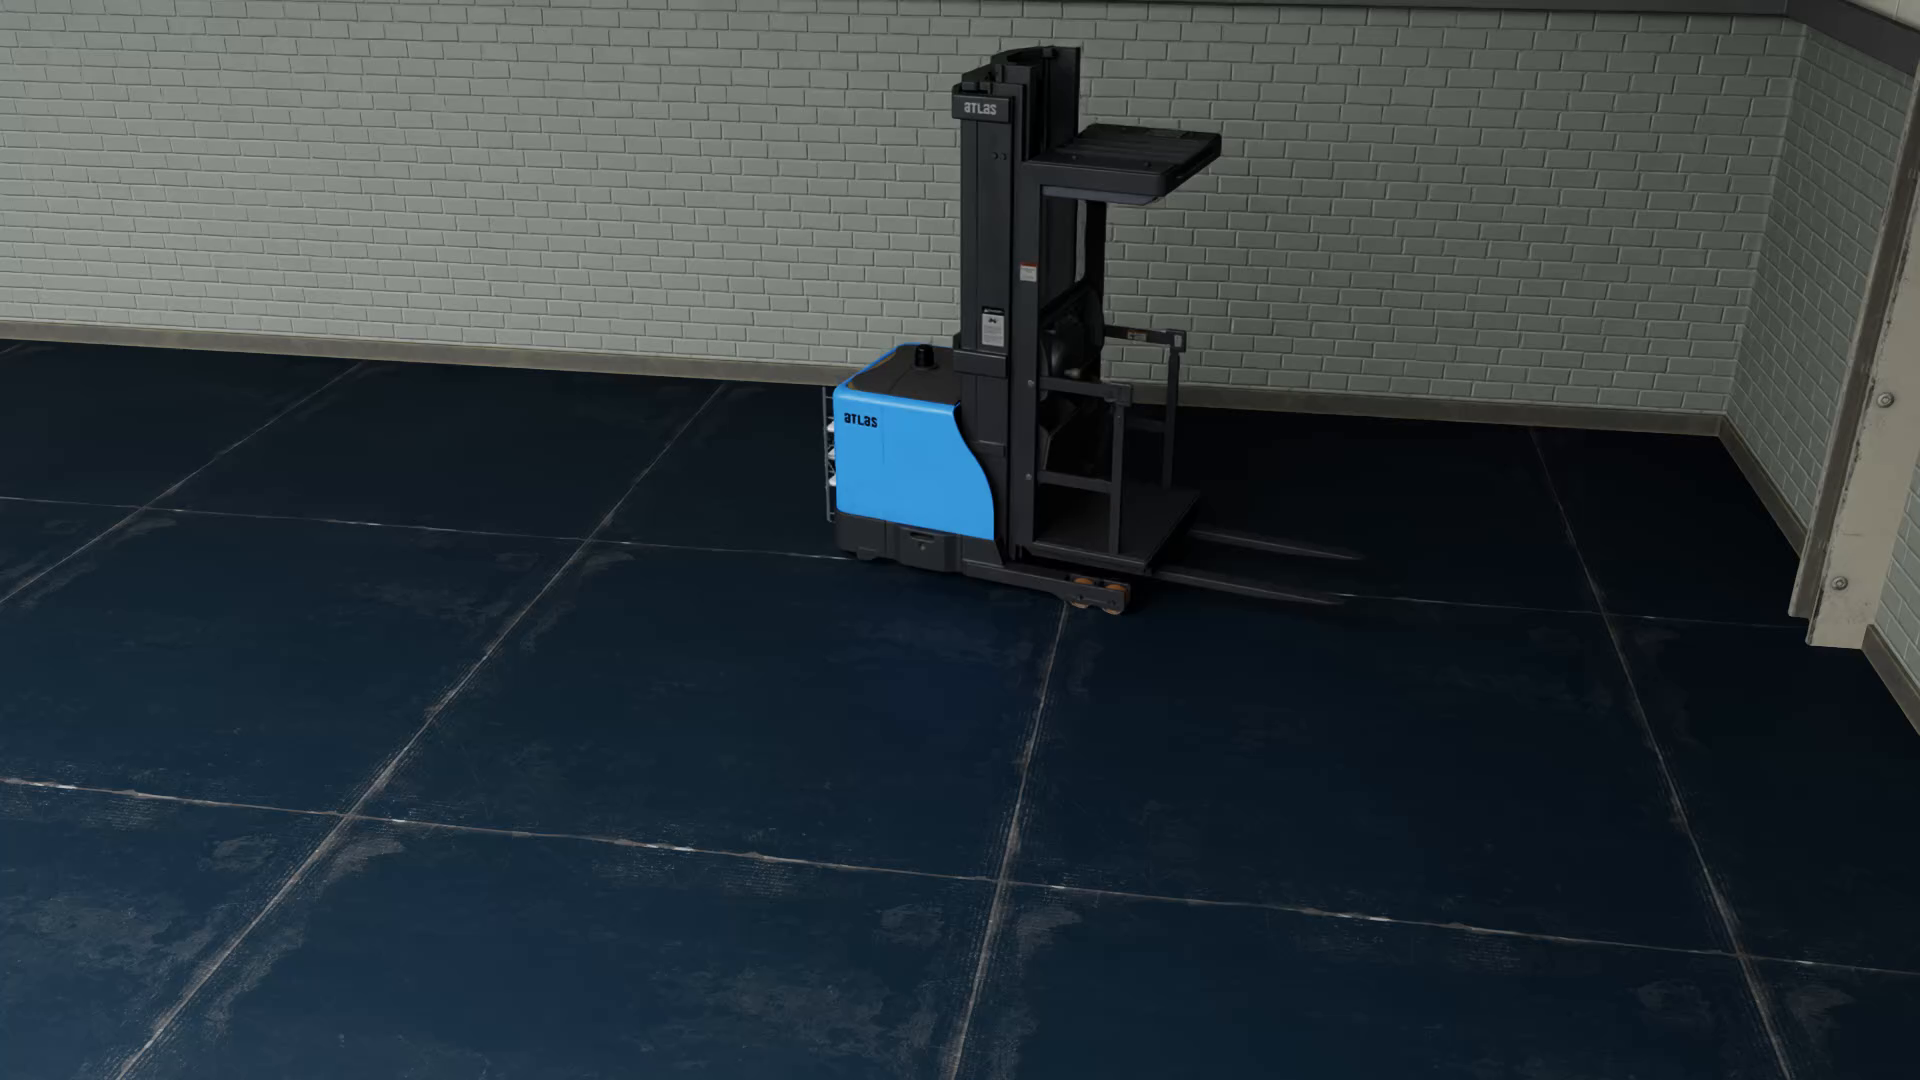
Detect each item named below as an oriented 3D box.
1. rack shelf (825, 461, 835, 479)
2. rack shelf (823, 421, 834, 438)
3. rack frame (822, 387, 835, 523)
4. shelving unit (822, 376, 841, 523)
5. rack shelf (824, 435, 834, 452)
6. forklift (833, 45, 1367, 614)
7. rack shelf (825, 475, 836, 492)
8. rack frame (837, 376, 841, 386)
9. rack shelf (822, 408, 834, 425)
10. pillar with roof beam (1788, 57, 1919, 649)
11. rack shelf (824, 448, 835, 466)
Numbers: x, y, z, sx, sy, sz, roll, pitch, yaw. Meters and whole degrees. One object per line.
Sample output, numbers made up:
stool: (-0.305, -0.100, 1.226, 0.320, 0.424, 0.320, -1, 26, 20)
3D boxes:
rack shelf: (-0.688, -0.435, 10.409, 0.258, 0.077, 0.200, 10, 27, 20)
rack shelf: (-0.688, -0.680, 10.294, 0.258, 0.077, 0.200, 10, 27, 20)
rack frame: (-0.727, -0.507, 10.271, 0.240, 0.900, 0.006, 10, 27, 20)
shelving unit: (-0.688, -0.547, 10.357, 0.258, 0.900, 0.210, 10, 27, 20)
rack shelf: (-0.688, -0.598, 10.333, 0.258, 0.077, 0.200, 10, 27, 20)
forklift: (0.812, -1.165, 9.282, 3.031, 2.935, 1.130, 11, 27, 21)
rack shelf: (-0.688, -0.354, 10.447, 0.258, 0.077, 0.200, 10, 27, 20)
rack frame: (-0.649, -0.587, 10.442, 0.240, 0.900, 0.006, 10, 27, 20)
rack shelf: (-0.688, -0.761, 10.256, 0.258, 0.077, 0.200, 10, 27, 20)
pillar with roof beam: (0.542, -3.876, 7.915, 9.100, 9.000, 0.400, 4, 25, 9)
rack shelf: (-0.688, -0.517, 10.371, 0.258, 0.077, 0.200, 10, 27, 20)
